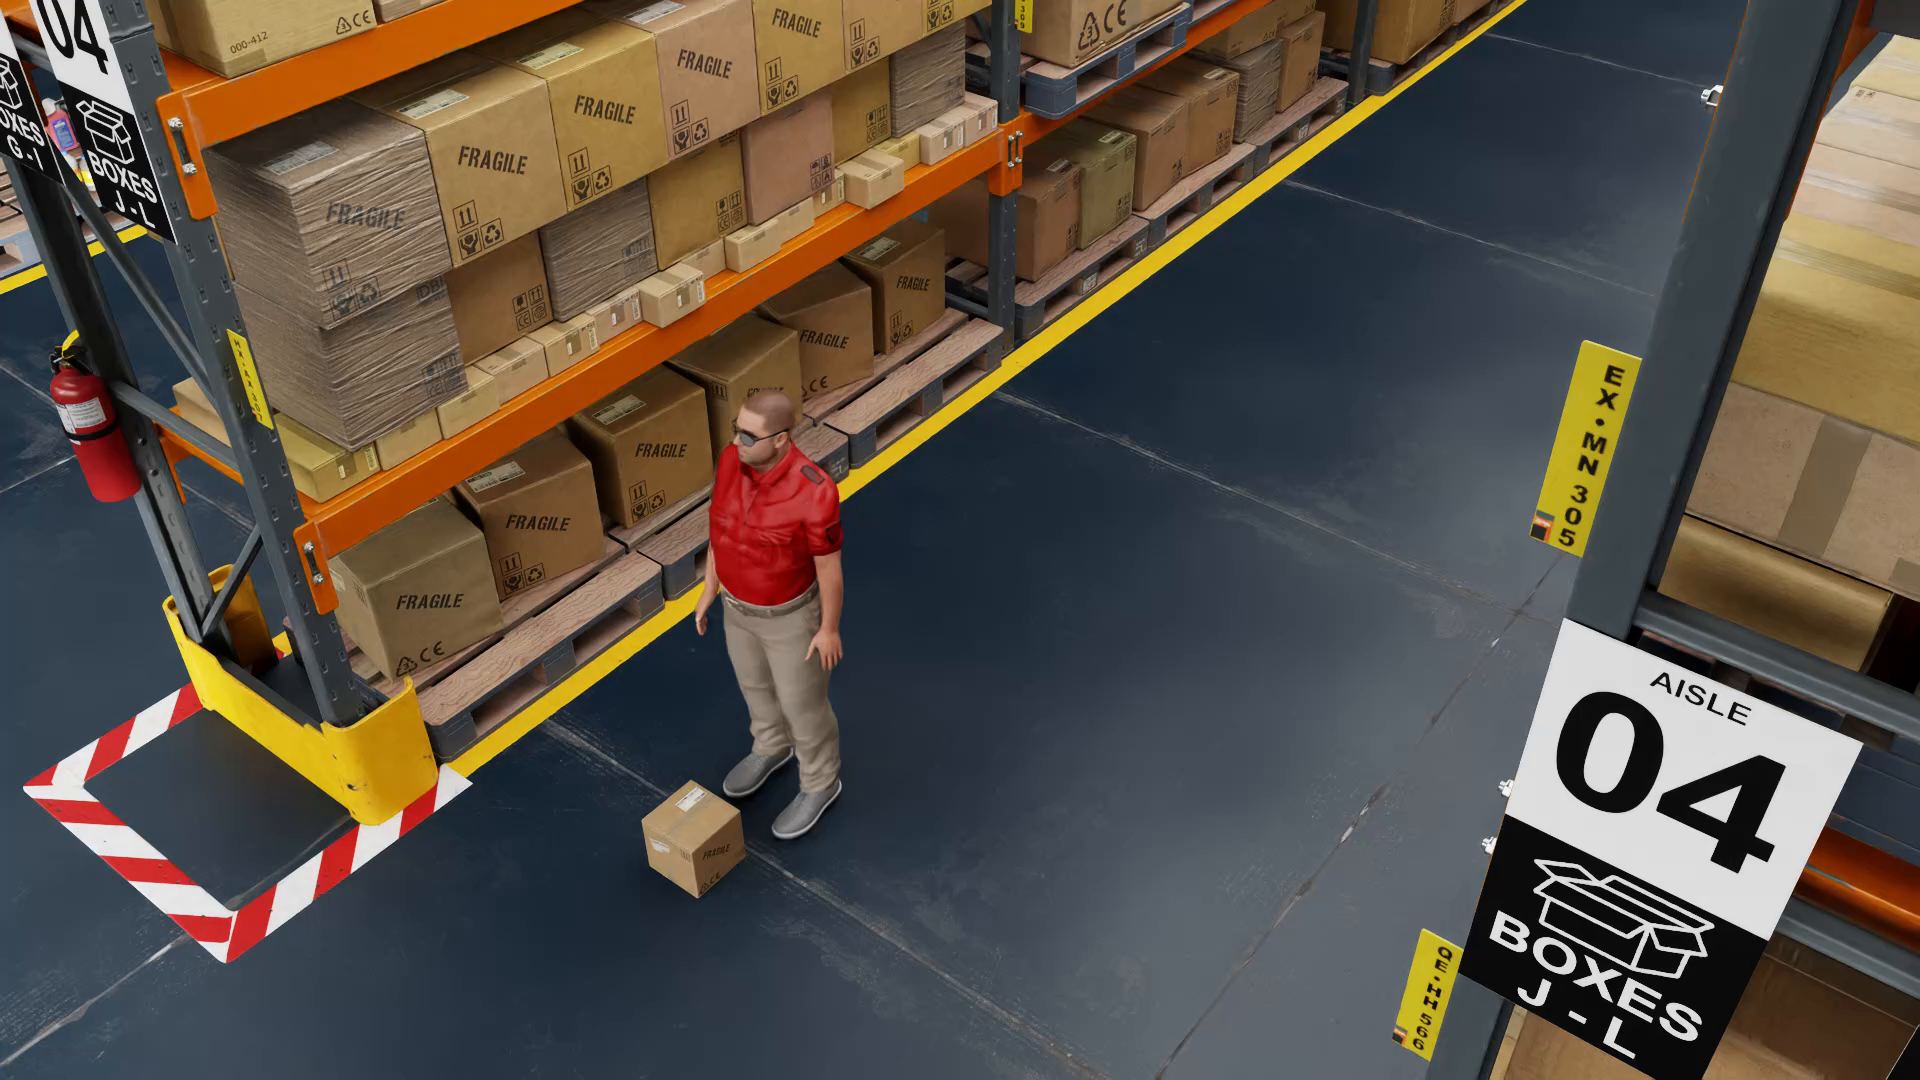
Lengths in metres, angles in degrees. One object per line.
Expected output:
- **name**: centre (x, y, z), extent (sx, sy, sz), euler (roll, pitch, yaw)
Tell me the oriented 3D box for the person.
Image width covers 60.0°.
- **person**: centre (-0.675, 0.260, 5.814), extent (0.561, 1.744, 0.422), euler (26, 45, 29)
